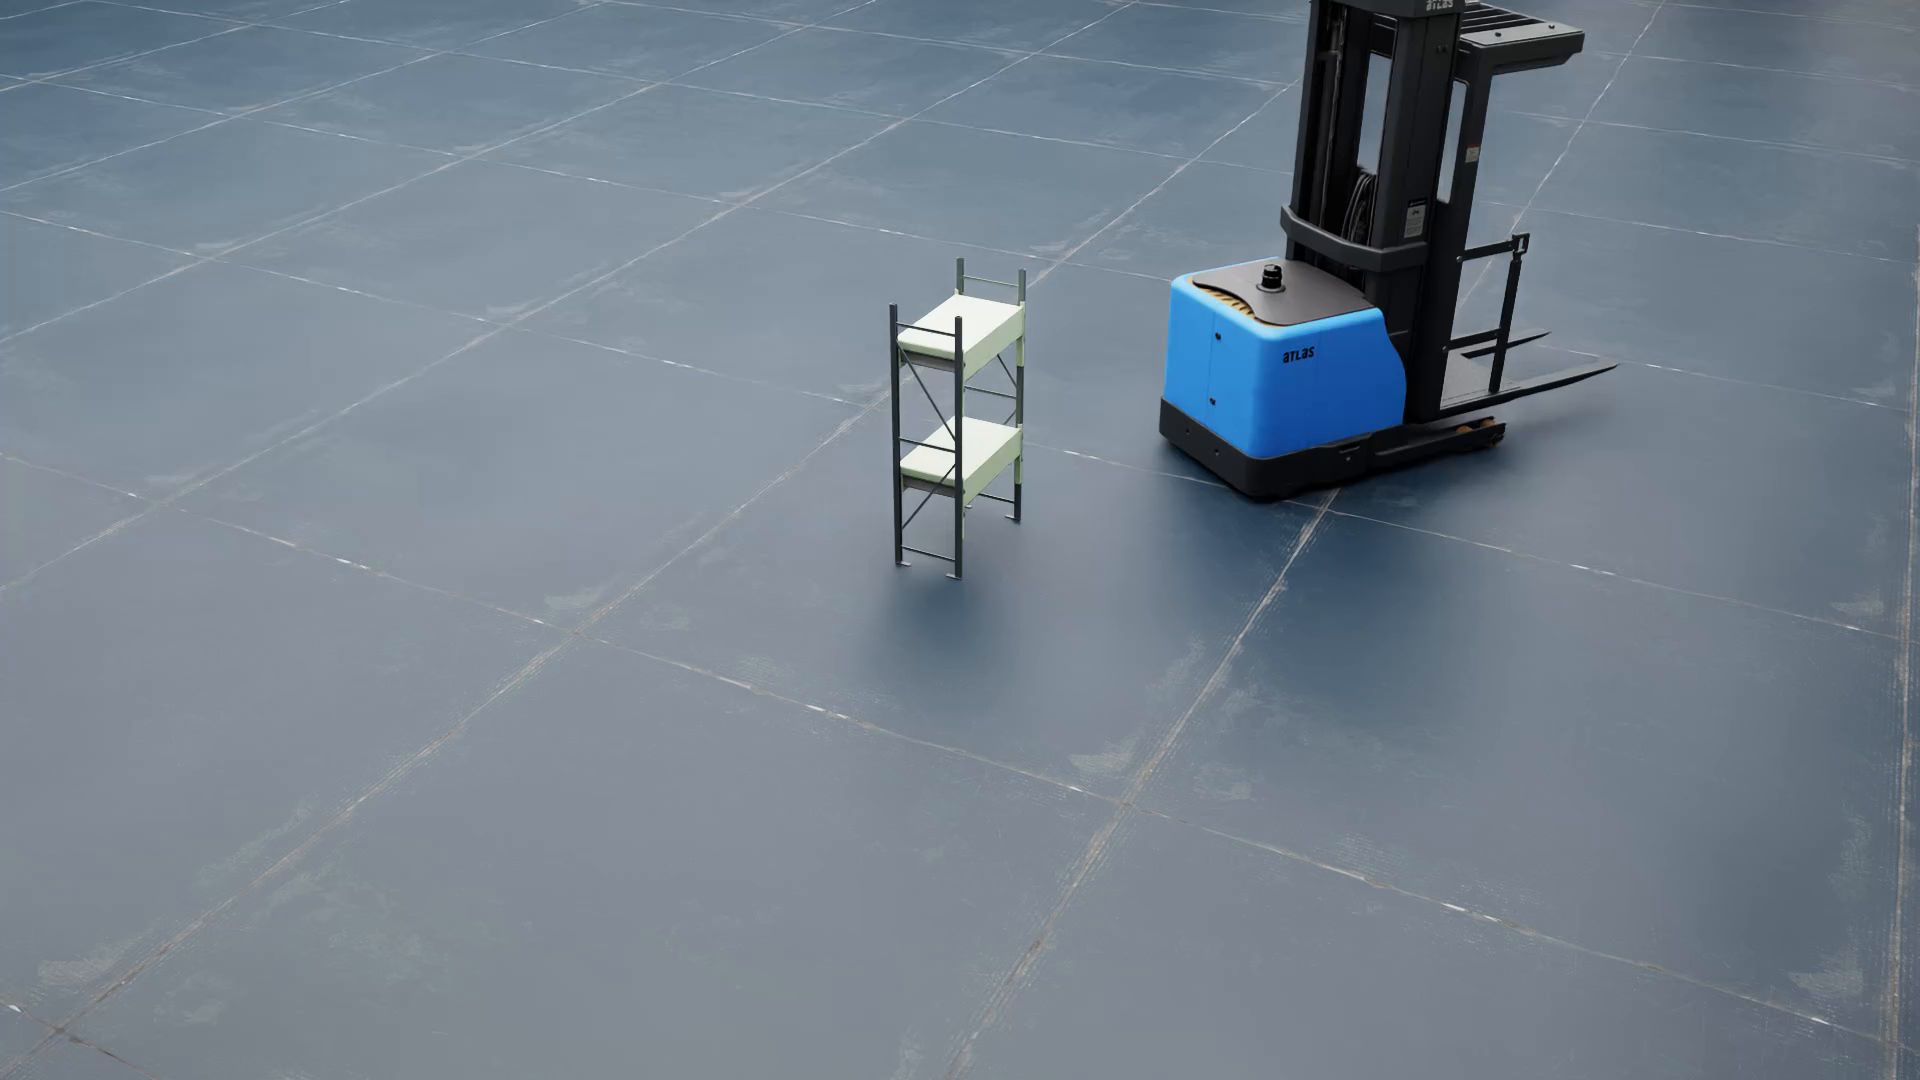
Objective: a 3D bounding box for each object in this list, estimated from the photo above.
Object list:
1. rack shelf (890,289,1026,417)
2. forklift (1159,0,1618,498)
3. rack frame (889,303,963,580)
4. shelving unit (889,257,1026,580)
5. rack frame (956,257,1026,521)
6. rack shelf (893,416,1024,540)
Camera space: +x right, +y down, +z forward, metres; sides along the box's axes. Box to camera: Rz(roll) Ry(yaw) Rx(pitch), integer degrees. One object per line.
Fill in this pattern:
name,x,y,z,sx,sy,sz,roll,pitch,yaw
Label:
rack shelf,-0.003,-0.986,8.677,0.431,0.370,0.720,14,33,23
forklift,2.777,-2.017,9.820,3.031,2.935,1.130,-14,33,-24
rack frame,-0.170,-0.485,8.589,0.400,1.500,0.023,14,33,23
shelving unit,-0.003,-0.647,8.871,0.431,1.500,0.755,14,33,23
rack frame,0.164,-0.810,9.154,0.400,1.500,0.023,14,33,23
rack shelf,-0.003,-0.365,9.034,0.431,0.370,0.720,14,33,23
